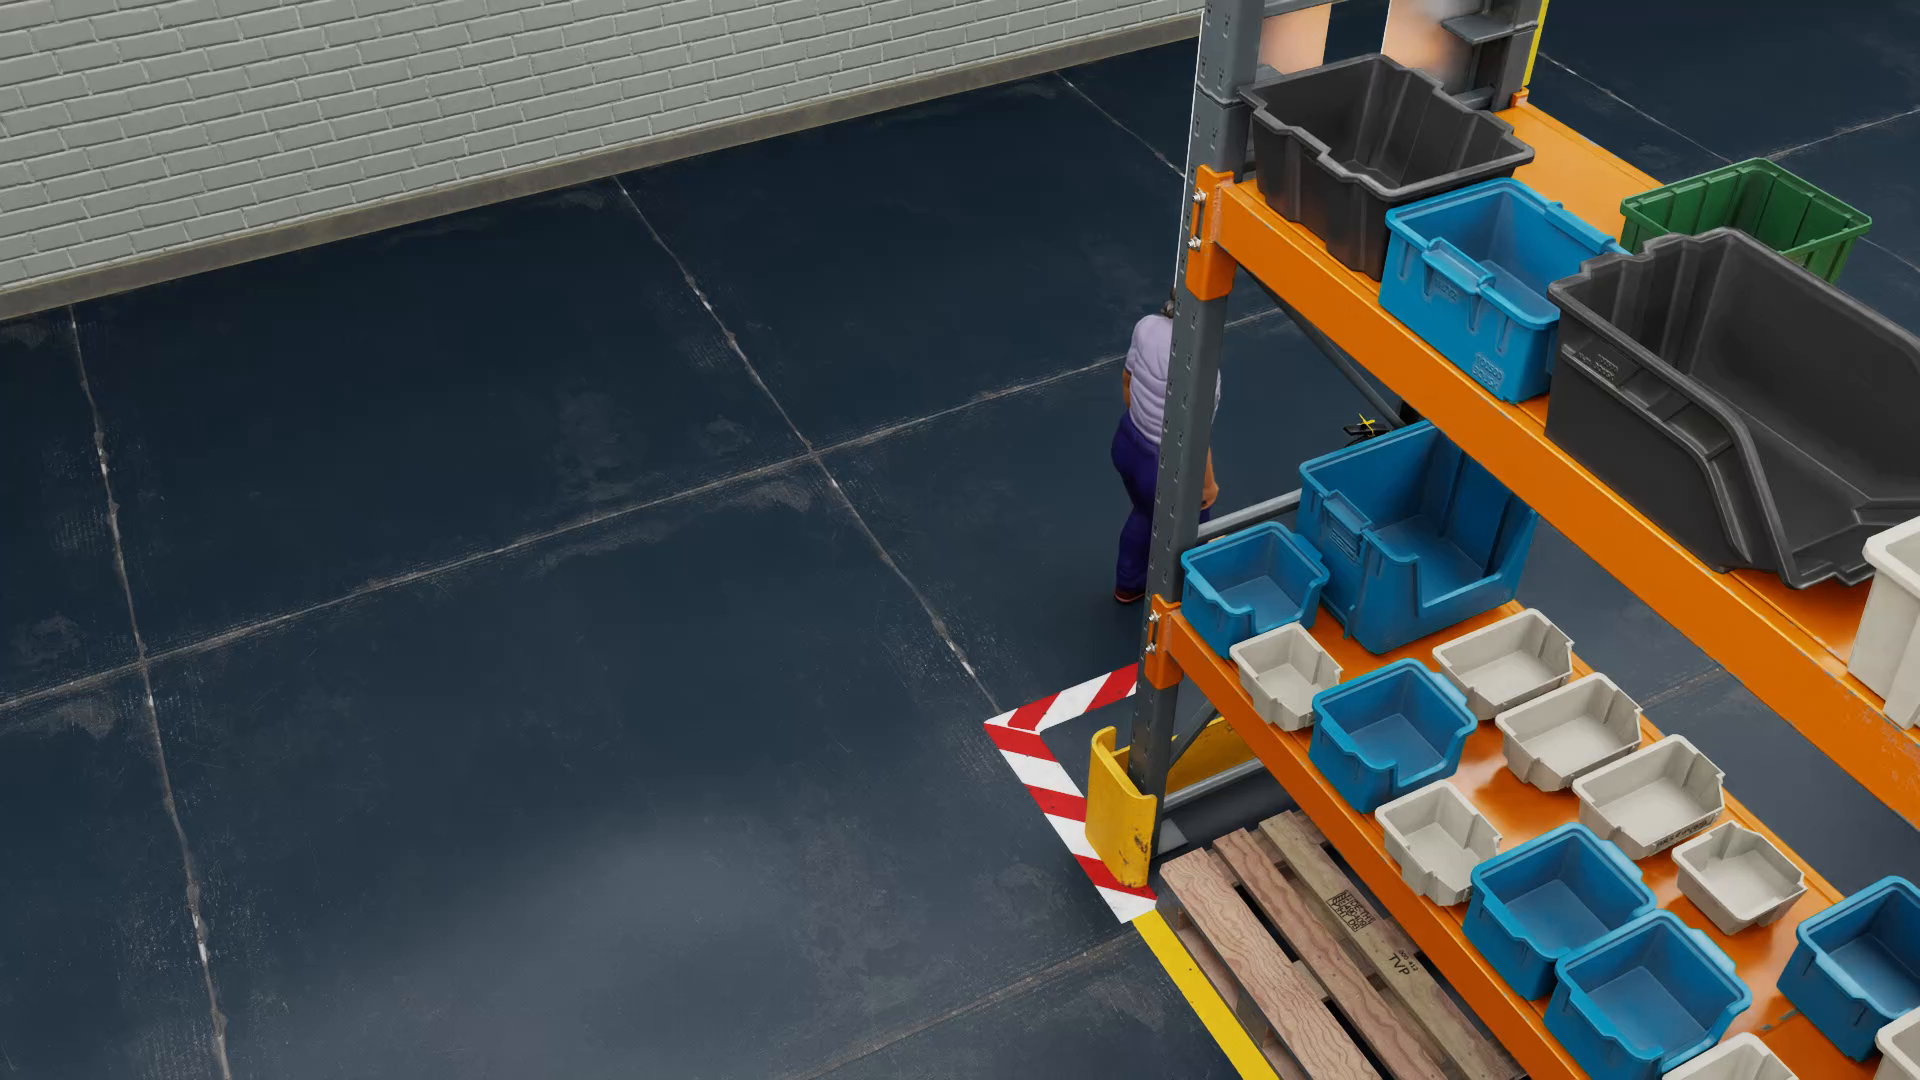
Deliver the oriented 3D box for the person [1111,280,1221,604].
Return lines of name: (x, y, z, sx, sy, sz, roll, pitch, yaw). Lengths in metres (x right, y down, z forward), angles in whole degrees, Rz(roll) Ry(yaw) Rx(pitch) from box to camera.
person: (0.820, -0.318, 6.526, 0.368, 1.649, 0.564, -19, 45, -20)
